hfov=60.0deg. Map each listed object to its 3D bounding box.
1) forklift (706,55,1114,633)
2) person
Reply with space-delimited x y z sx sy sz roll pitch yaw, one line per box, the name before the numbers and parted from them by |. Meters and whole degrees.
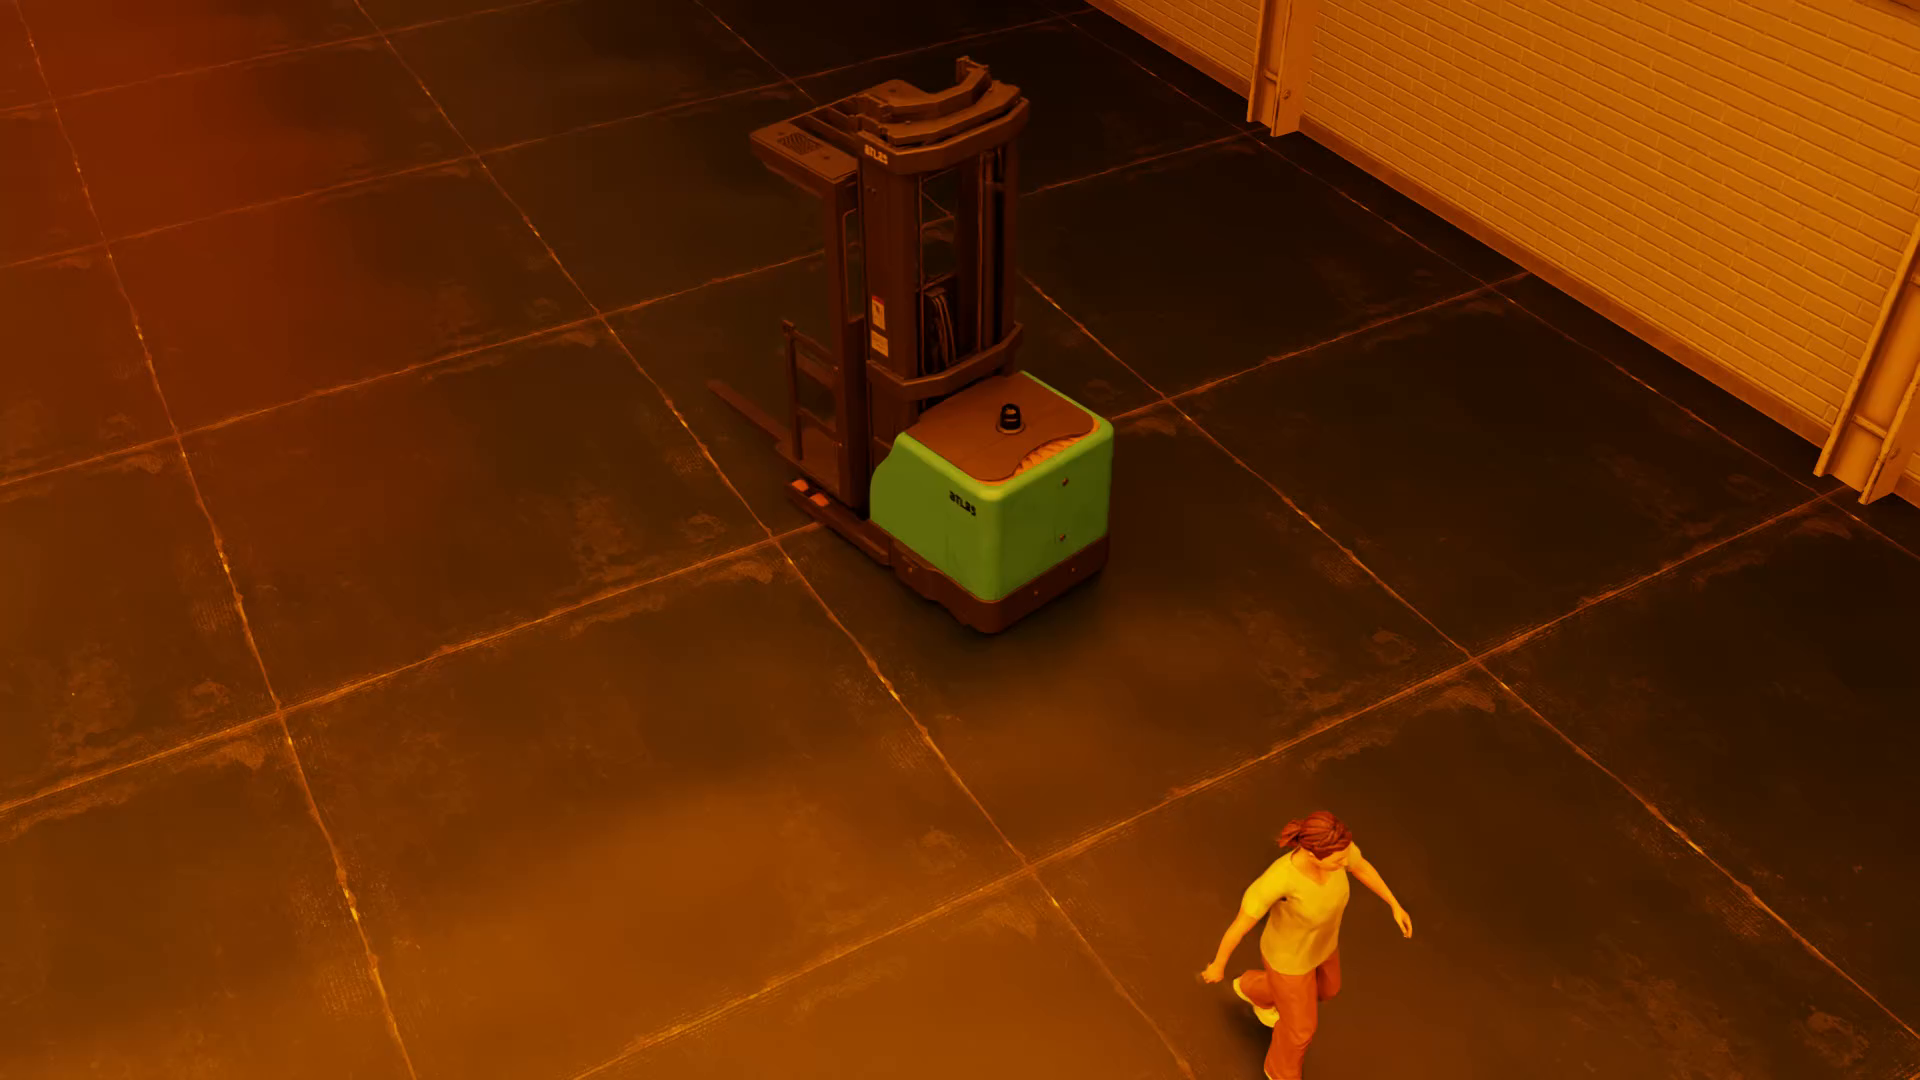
forklift | -0.464 -1.448 9.782 1.130 2.935 3.031 -30 48 -31
person | 1.409 1.705 6.984 0.773 1.660 0.647 -31 49 -32
